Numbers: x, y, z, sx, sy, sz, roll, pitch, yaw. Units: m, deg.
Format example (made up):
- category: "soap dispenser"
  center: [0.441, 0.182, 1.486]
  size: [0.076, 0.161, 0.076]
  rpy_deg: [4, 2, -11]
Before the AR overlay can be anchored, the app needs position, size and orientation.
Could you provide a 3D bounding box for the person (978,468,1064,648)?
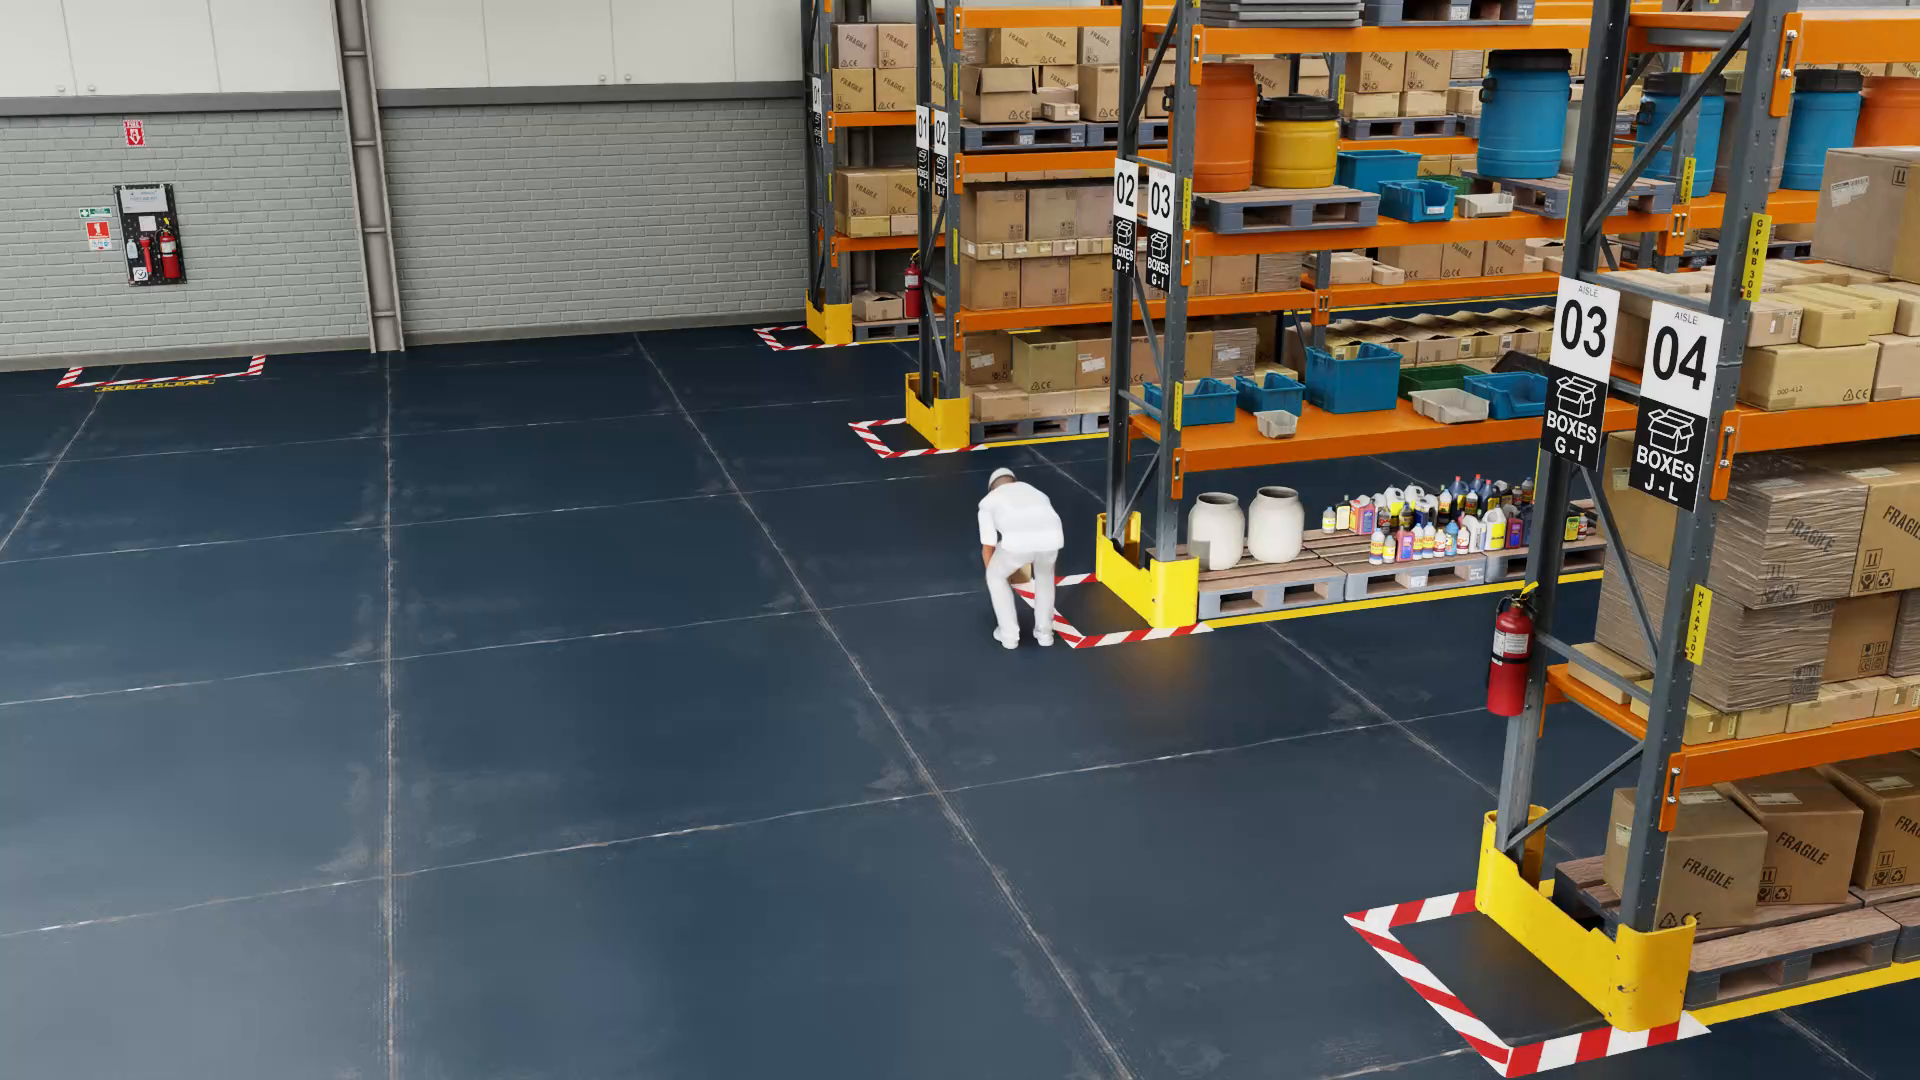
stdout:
- category: "person"
  center: [0.401, 0.125, 11.684]
  size: [0.514, 1.099, 0.965]
  rpy_deg: [-5, 20, -13]
